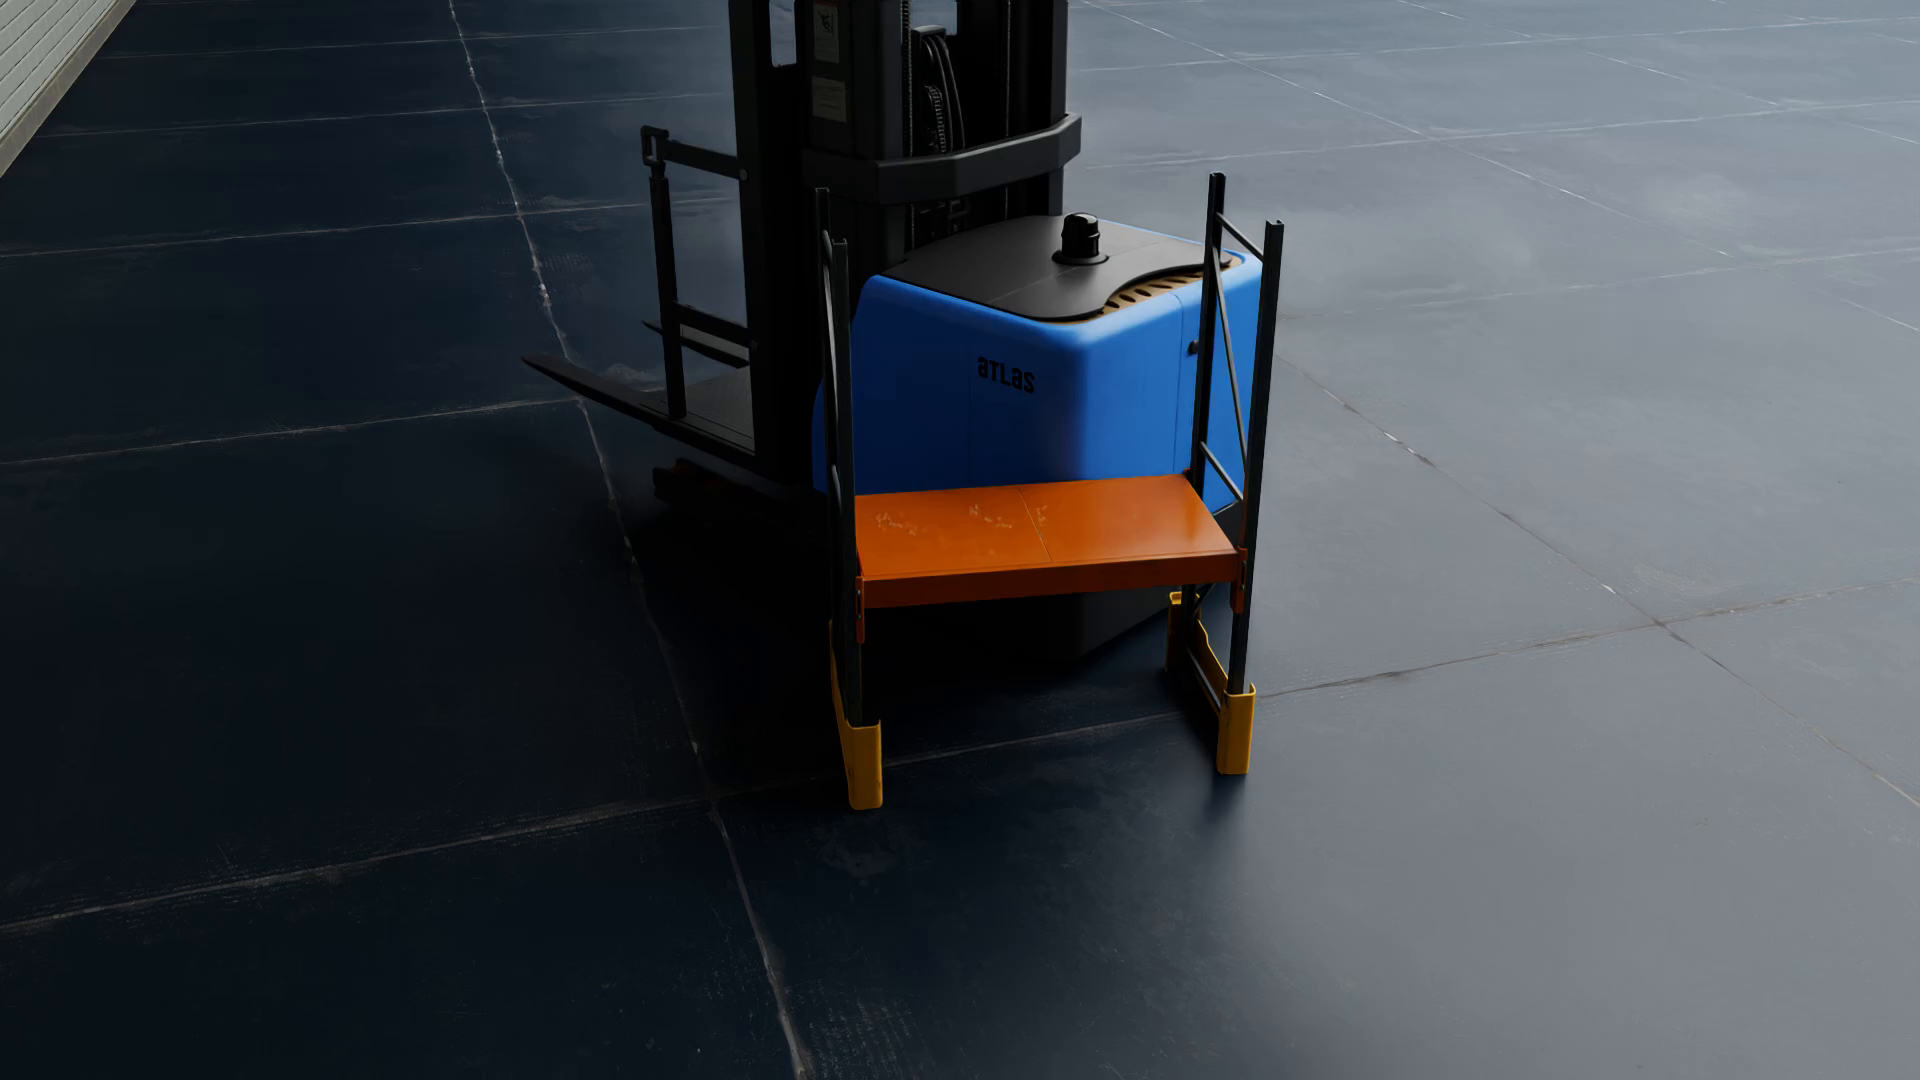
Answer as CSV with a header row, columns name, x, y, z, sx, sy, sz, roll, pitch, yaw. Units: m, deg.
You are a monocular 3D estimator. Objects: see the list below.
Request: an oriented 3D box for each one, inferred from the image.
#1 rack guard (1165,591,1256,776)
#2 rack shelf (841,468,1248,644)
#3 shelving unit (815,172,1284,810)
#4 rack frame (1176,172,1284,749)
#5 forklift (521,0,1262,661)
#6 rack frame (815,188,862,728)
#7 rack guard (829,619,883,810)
name,x,y,z,sx,sy,sz,roll,pitch,yaw
rack guard,0.696,0.392,4.679,0.087,0.250,0.587,-4,27,-8
rack shelf,0.196,0.029,4.410,1.000,0.185,0.538,-4,27,-8
shelving unit,0.205,-0.133,4.331,1.083,1.500,0.587,-4,27,-8
rack frame,0.698,-0.168,4.401,0.032,1.500,0.500,-4,27,-8
forklift,-0.454,-1.504,5.483,3.031,2.935,1.130,23,34,38
rack frame,-0.306,-0.097,4.258,0.032,1.500,0.500,-4,27,-8
rack guard,-0.287,0.462,4.539,0.087,0.250,0.587,-4,27,-8
